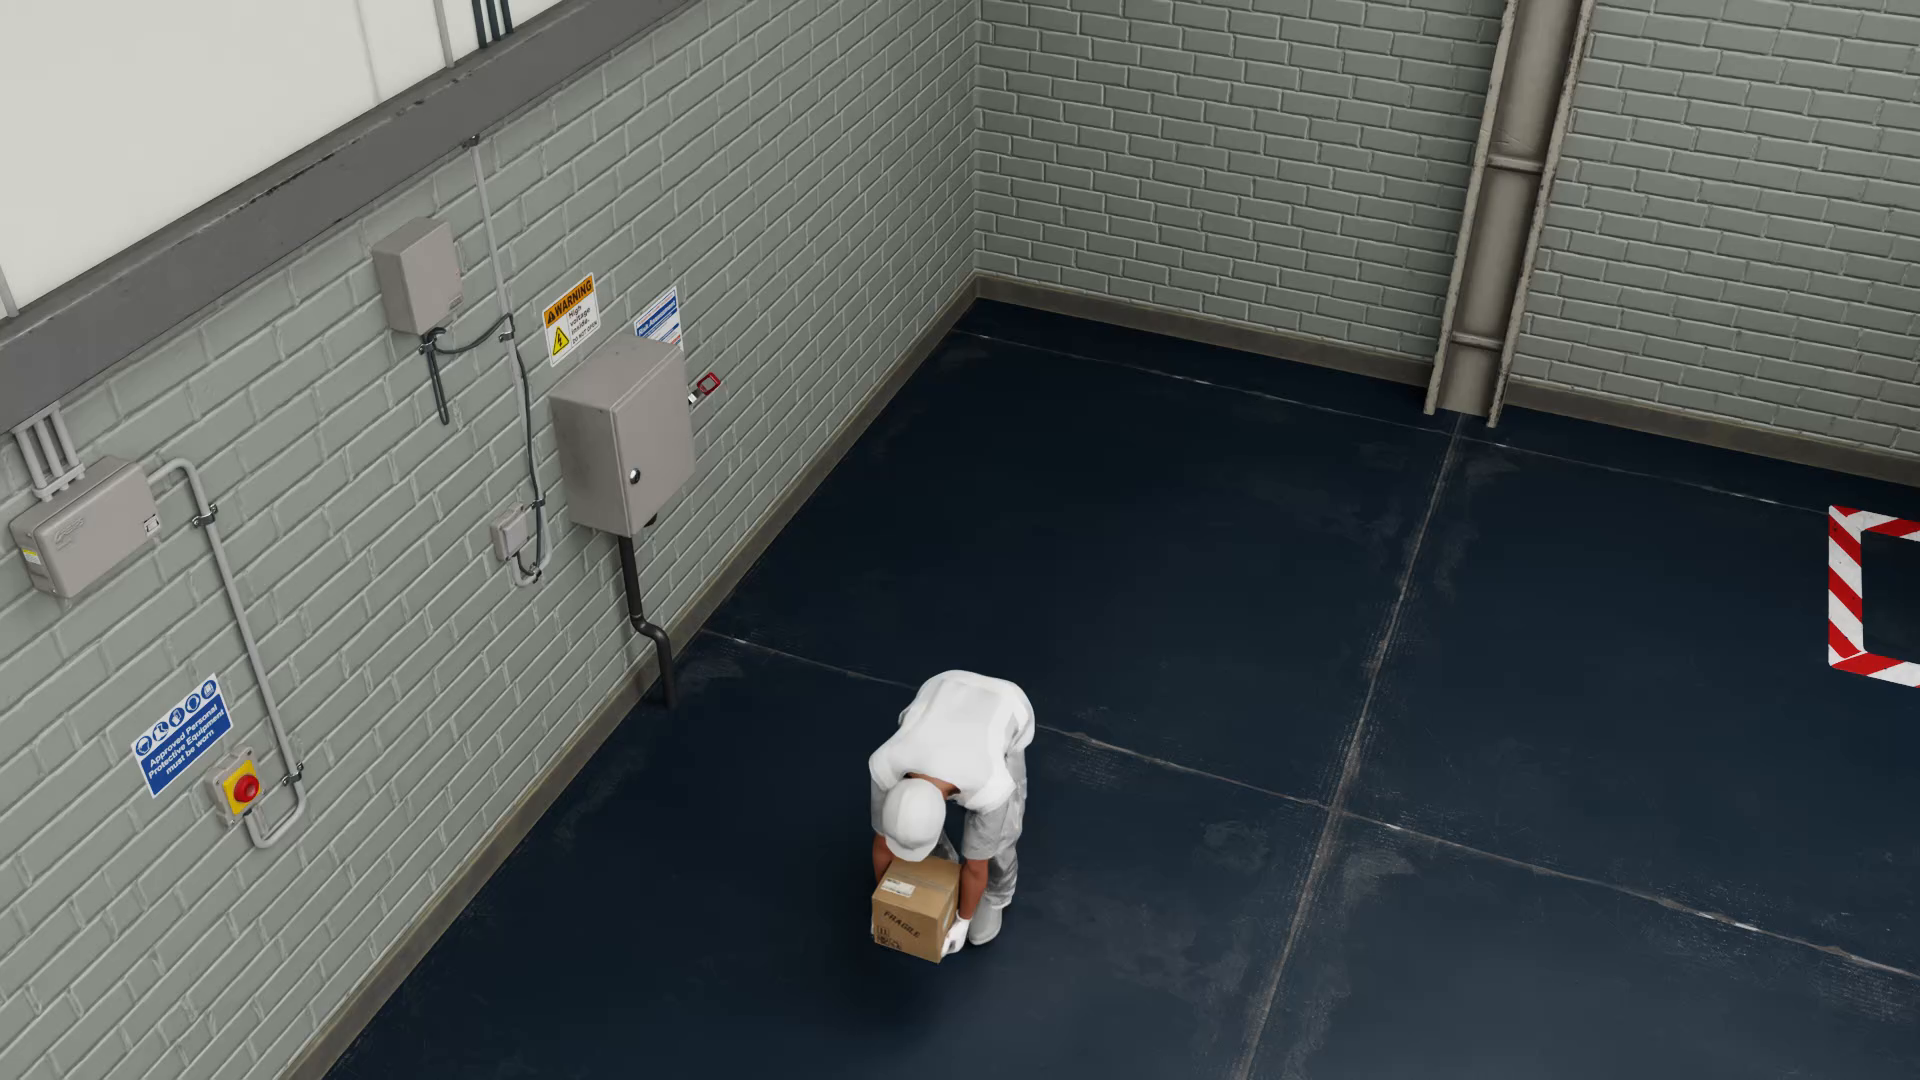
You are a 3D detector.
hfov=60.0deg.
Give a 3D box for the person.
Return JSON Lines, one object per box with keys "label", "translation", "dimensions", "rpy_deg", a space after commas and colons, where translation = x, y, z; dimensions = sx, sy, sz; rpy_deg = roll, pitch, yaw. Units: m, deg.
{"label": "person", "translation": [-0.035, 1.043, 5.952], "dimensions": [0.528, 1.147, 0.970], "rpy_deg": [12, 39, 16]}
